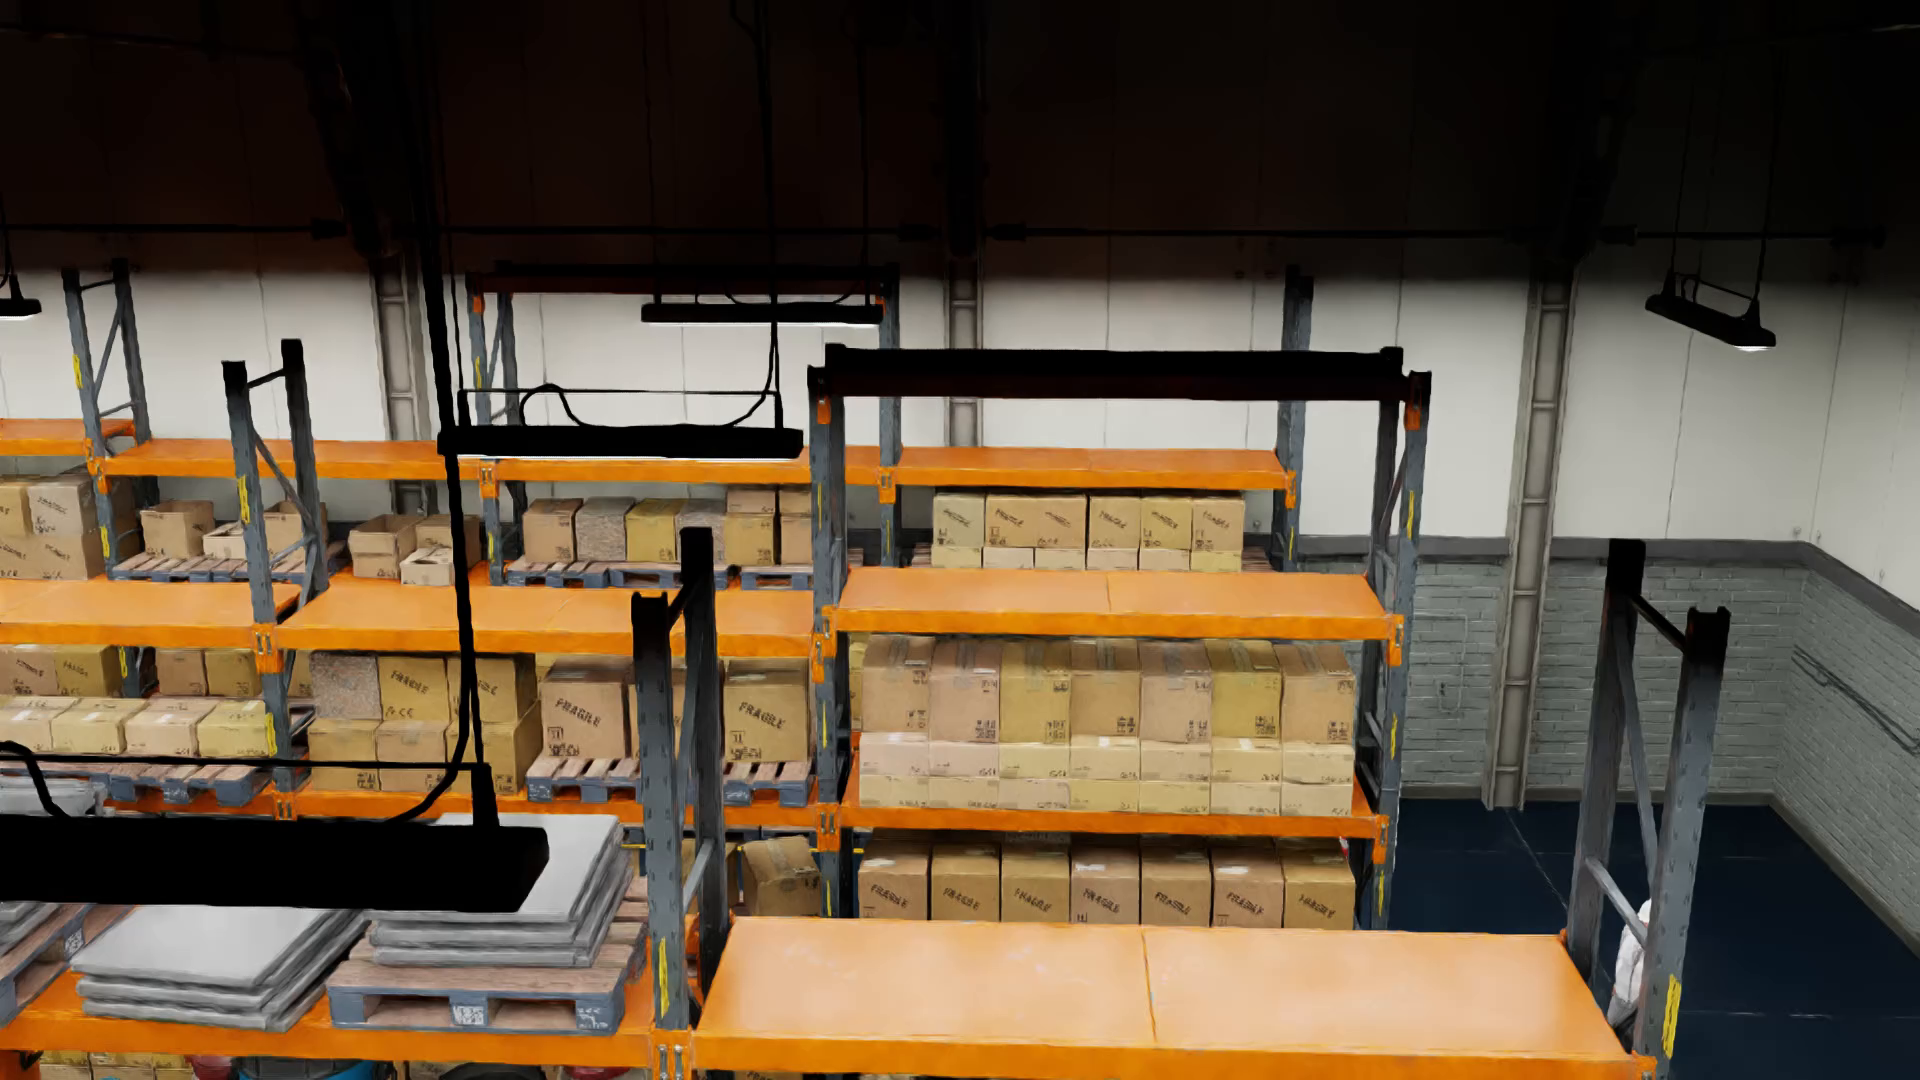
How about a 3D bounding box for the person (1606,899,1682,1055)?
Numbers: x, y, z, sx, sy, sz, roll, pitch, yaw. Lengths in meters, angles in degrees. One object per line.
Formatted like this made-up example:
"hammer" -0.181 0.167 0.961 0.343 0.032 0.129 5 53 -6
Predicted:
"person" 5.409 3.583 13.112 0.559 1.768 0.577 -11 19 -33
